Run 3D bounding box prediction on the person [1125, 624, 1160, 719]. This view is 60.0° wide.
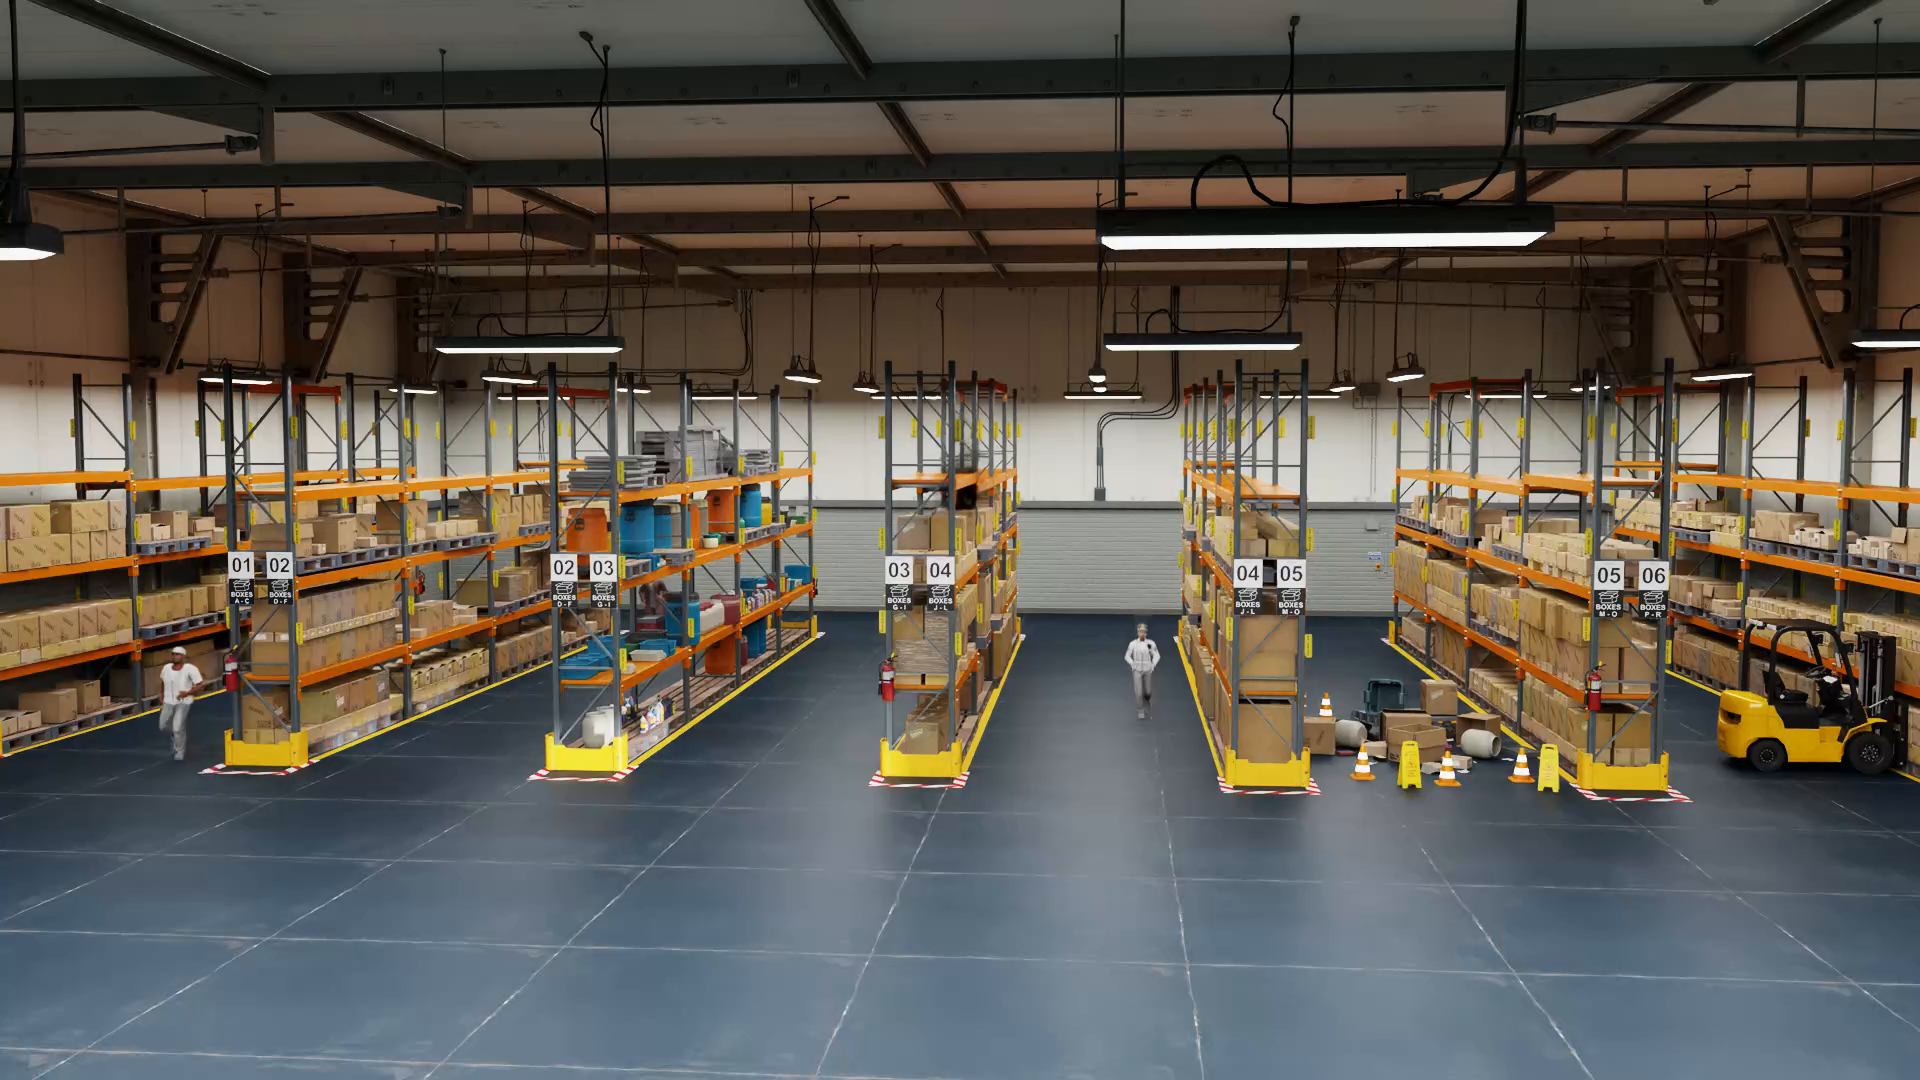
[{"bbox_3d":[3.169,2.273,28.901,0.612,1.648,0.571,0,4,4],"label":"person"}]

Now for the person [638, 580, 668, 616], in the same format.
[{"bbox_3d":[-7.236,1.569,39.089,0.720,1.731,0.643,0,4,0],"label":"person"}]

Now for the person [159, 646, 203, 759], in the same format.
[{"bbox_3d":[-11.919,2.474,25.362,0.732,1.720,0.568,0,4,6],"label":"person"}]
